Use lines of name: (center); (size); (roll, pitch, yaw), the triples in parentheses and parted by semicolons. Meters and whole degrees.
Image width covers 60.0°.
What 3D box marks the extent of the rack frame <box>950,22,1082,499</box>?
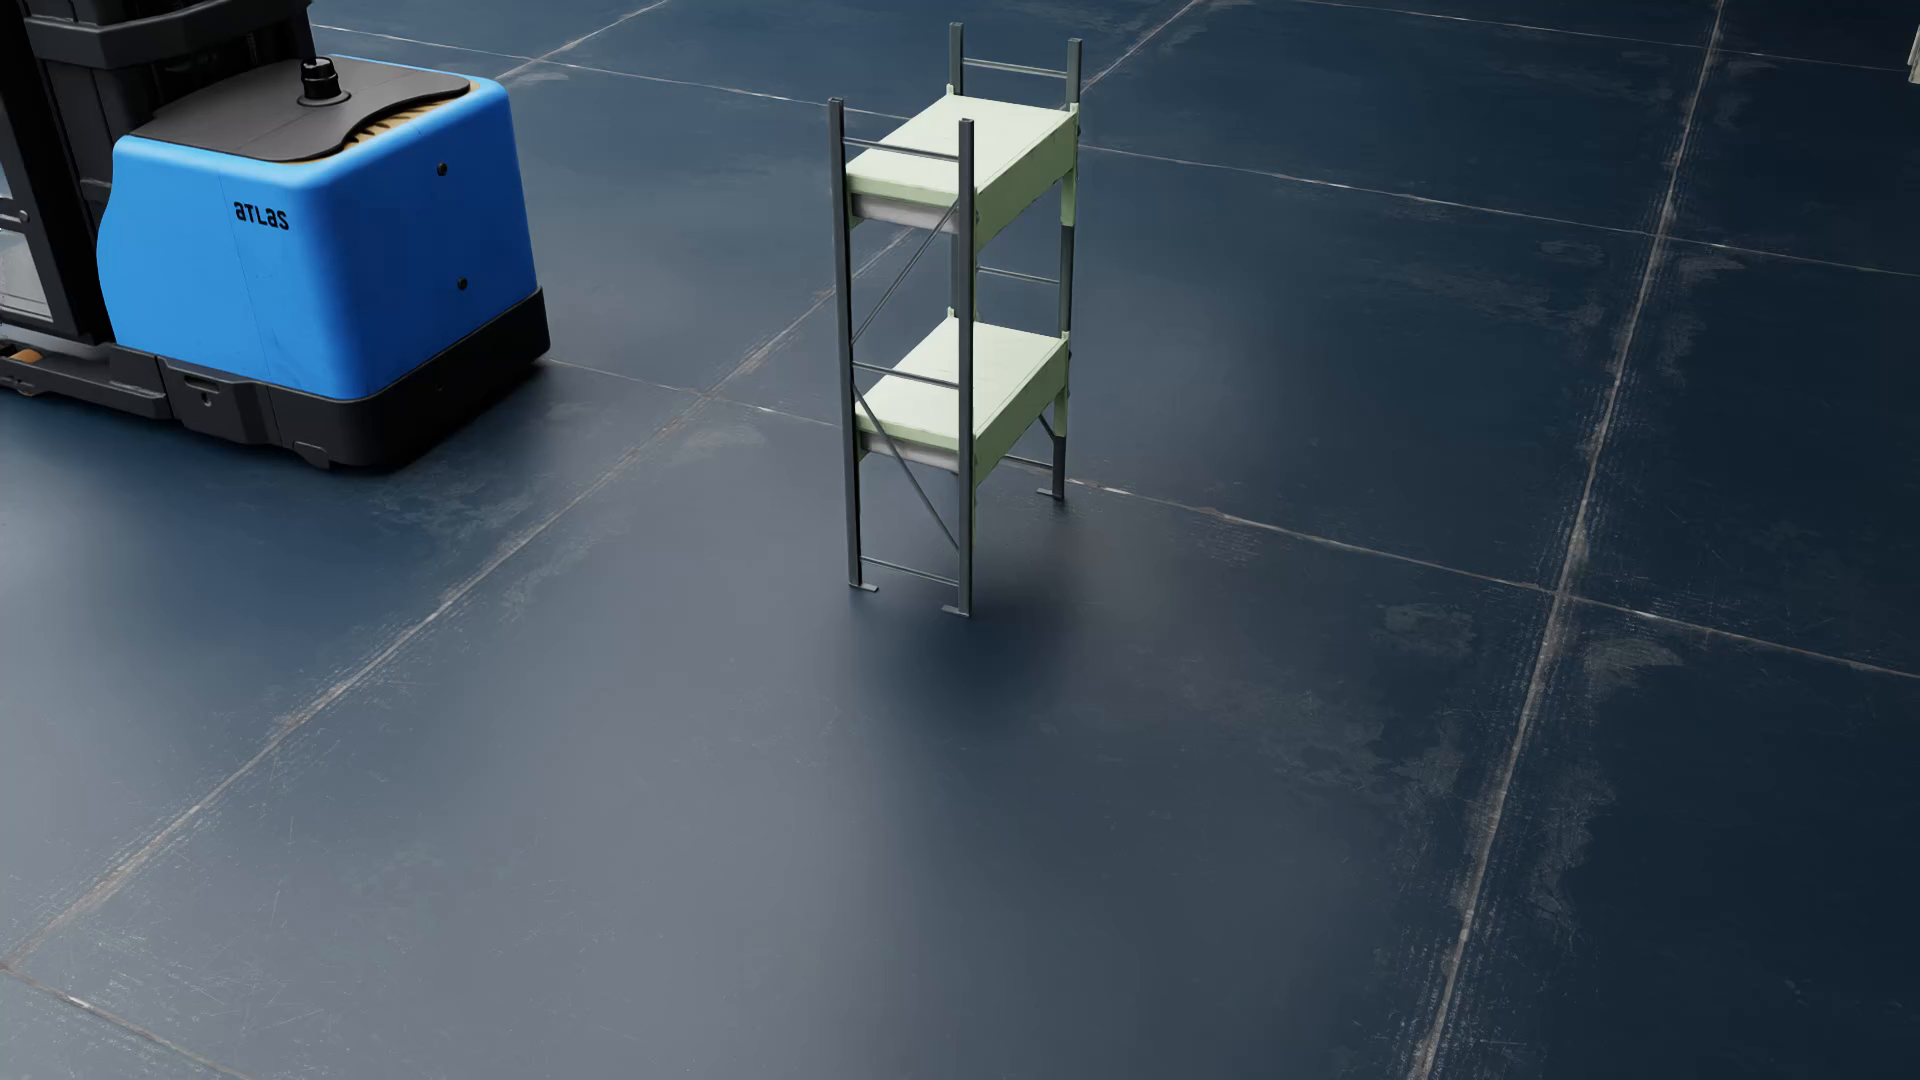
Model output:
rack frame: (0.156, -0.813, 5.122); (0.400, 1.500, 0.023); (14, 36, 20)

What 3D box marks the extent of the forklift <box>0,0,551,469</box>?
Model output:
forklift: (-3.094, -1.995, 5.620); (3.031, 2.935, 1.130); (14, 36, 20)

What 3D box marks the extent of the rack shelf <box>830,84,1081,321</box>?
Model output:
rack shelf: (0.003, -0.957, 4.630); (0.431, 0.370, 0.720); (14, 36, 20)

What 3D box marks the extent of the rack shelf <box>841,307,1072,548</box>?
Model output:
rack shelf: (0.003, -0.358, 5.023); (0.431, 0.370, 0.720); (14, 36, 20)

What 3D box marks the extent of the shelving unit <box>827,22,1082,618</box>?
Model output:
shelving unit: (0.003, -0.631, 4.844); (0.431, 1.500, 0.755); (14, 36, 20)

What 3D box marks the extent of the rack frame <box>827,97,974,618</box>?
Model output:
rack frame: (-0.150, -0.448, 4.566); (0.400, 1.500, 0.023); (14, 36, 20)
